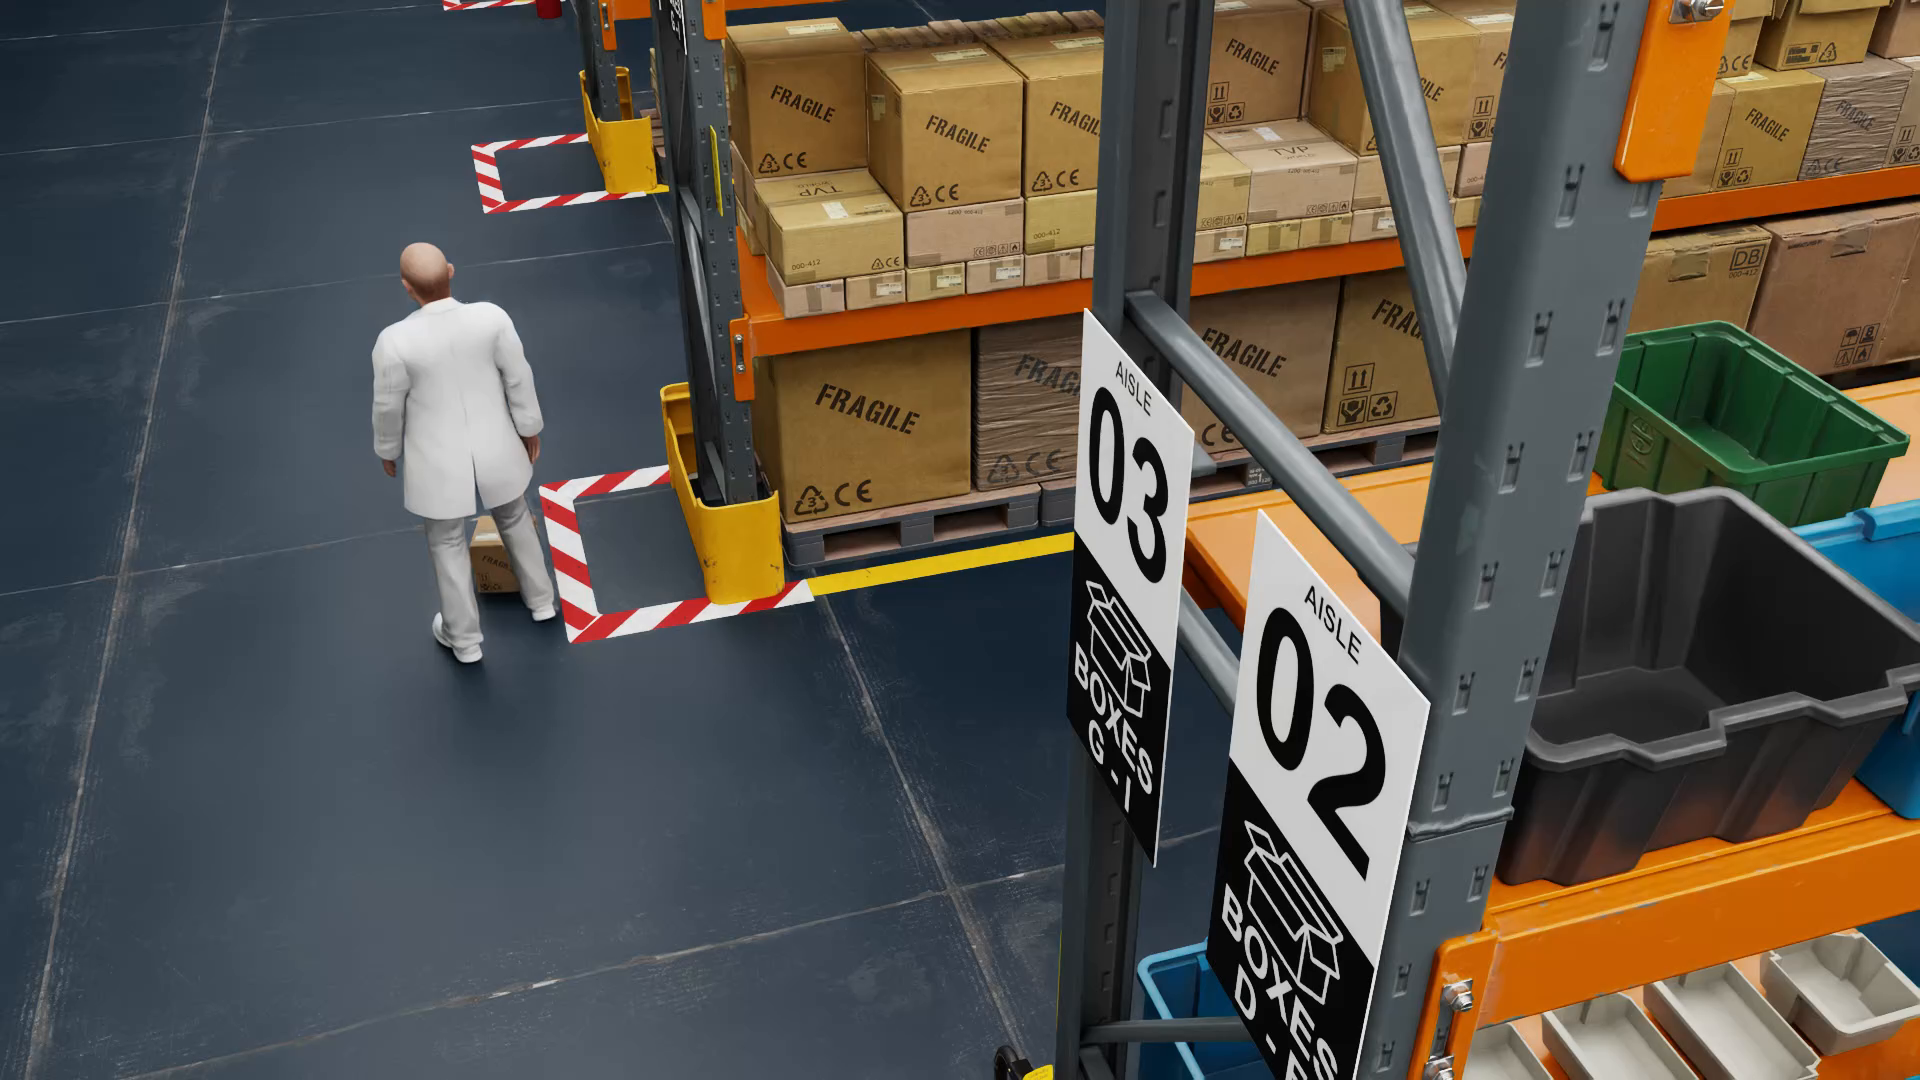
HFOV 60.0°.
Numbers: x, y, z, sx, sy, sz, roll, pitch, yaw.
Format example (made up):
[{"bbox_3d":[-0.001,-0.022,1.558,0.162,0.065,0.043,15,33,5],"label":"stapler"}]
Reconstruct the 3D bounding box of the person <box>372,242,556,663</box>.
[{"bbox_3d":[-1.998,-0.357,6.710,0.652,1.815,0.480,-19,38,-26],"label":"person"}]
